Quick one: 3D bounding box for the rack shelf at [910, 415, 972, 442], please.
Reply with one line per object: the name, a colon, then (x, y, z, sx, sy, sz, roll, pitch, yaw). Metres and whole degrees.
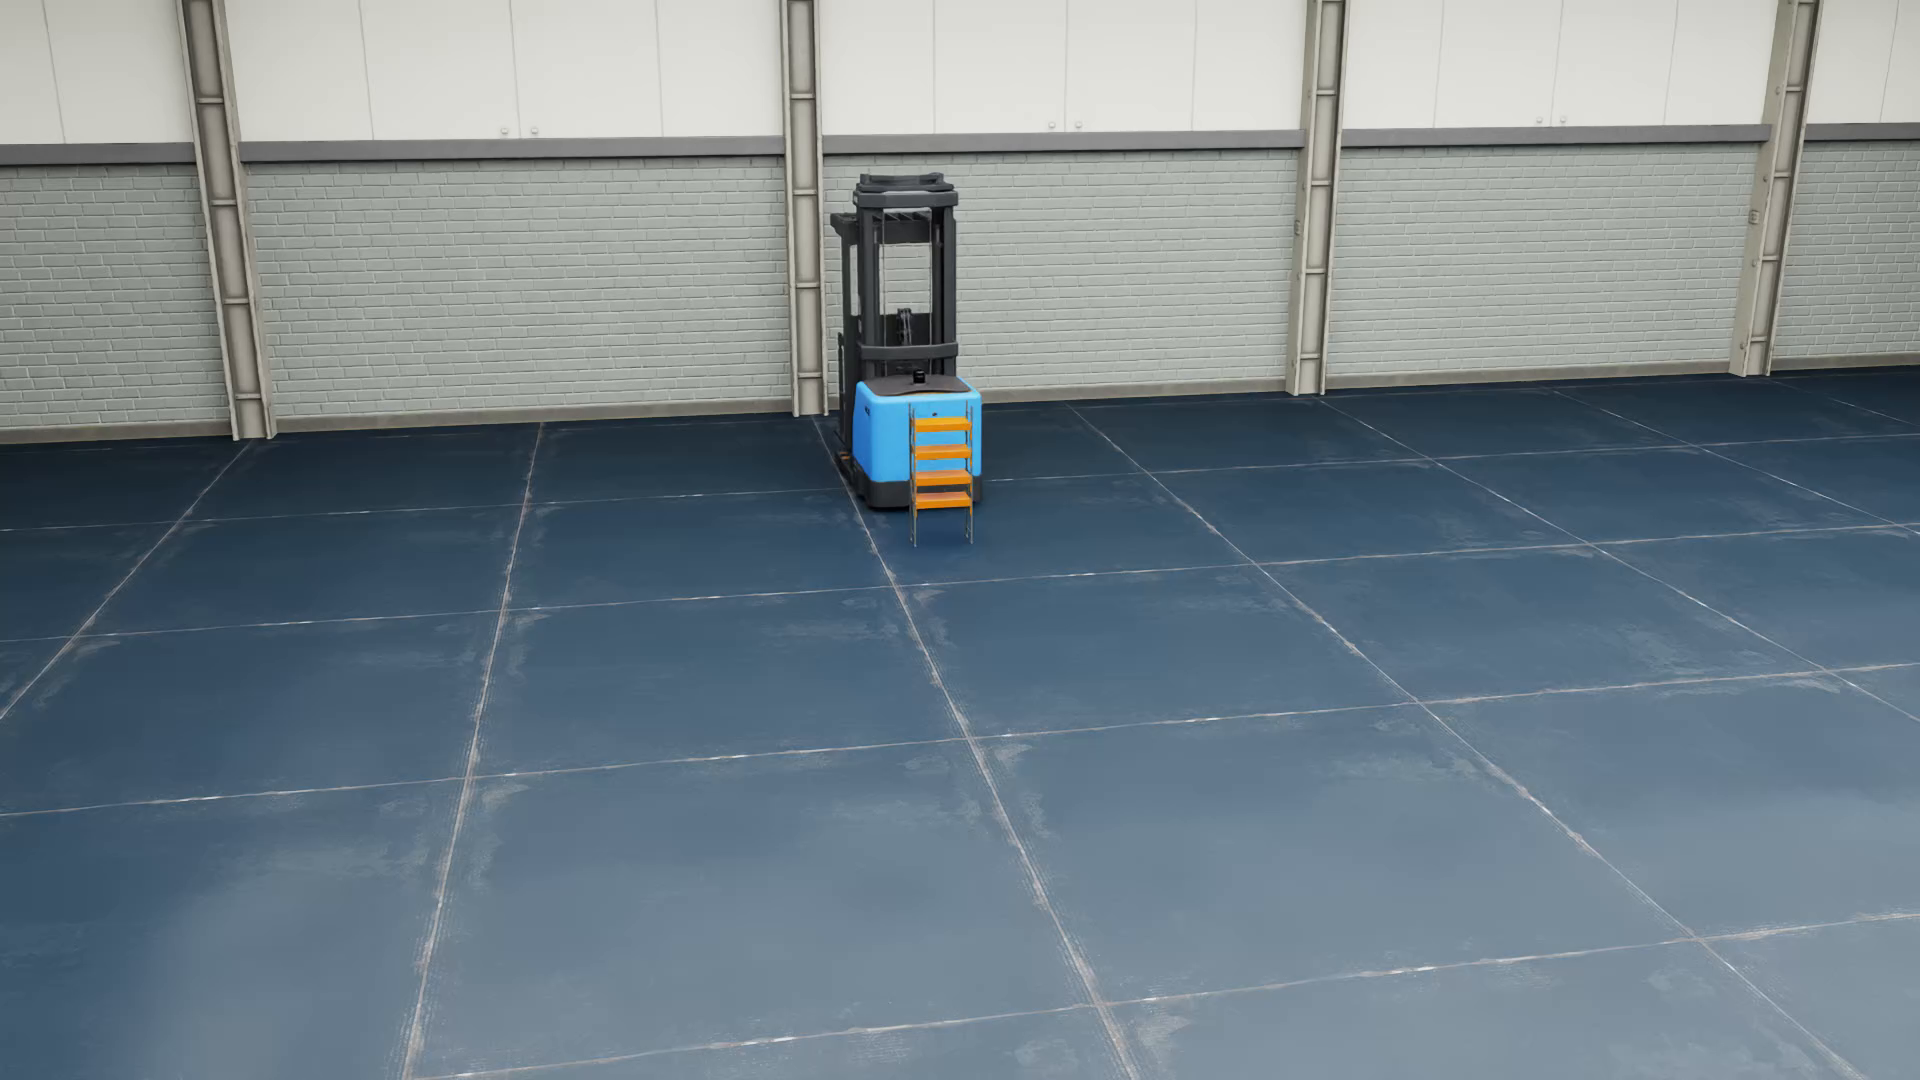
rack shelf: (-0.163, -0.940, 13.990, 0.480, 0.148, 0.258, -3, 17, -10)

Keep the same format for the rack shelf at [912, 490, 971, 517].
rack shelf: (-0.163, -0.310, 14.184, 0.480, 0.148, 0.258, -3, 17, -10)

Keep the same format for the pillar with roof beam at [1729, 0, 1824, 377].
pillar with roof beam: (10.880, -5.184, 15.864, 0.400, 9.000, 9.100, -3, 17, -10)

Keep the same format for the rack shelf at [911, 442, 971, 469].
rack shelf: (-0.163, -0.714, 14.060, 0.480, 0.148, 0.258, -3, 17, -10)

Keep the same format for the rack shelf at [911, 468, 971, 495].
rack shelf: (-0.163, -0.500, 14.125, 0.480, 0.148, 0.258, -3, 17, -10)

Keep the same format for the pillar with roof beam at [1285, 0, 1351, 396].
pillar with roof beam: (4.989, -4.850, 14.776, 0.400, 9.000, 9.100, -3, 17, -10)

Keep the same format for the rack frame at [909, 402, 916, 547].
rack frame: (-0.402, -0.551, 14.061, 0.015, 1.200, 0.240, -3, 17, -10)

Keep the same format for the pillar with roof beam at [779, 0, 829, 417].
pillar with roof beam: (-0.902, -4.516, 13.687, 0.400, 9.000, 9.100, -3, 17, -10)

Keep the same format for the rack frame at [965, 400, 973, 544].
rack frame: (0.077, -0.578, 14.150, 0.015, 1.200, 0.240, -3, 17, -10)

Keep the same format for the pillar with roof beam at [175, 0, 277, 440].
pillar with roof beam: (-6.793, -4.182, 12.599, 0.400, 9.000, 9.100, -3, 17, -10)

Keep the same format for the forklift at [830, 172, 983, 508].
forklift: (-0.630, -2.085, 16.109, 1.130, 2.935, 3.031, -4, 18, -13)

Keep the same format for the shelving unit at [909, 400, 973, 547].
shelving unit: (-0.163, -0.564, 14.106, 0.503, 1.200, 0.258, -3, 17, -10)
